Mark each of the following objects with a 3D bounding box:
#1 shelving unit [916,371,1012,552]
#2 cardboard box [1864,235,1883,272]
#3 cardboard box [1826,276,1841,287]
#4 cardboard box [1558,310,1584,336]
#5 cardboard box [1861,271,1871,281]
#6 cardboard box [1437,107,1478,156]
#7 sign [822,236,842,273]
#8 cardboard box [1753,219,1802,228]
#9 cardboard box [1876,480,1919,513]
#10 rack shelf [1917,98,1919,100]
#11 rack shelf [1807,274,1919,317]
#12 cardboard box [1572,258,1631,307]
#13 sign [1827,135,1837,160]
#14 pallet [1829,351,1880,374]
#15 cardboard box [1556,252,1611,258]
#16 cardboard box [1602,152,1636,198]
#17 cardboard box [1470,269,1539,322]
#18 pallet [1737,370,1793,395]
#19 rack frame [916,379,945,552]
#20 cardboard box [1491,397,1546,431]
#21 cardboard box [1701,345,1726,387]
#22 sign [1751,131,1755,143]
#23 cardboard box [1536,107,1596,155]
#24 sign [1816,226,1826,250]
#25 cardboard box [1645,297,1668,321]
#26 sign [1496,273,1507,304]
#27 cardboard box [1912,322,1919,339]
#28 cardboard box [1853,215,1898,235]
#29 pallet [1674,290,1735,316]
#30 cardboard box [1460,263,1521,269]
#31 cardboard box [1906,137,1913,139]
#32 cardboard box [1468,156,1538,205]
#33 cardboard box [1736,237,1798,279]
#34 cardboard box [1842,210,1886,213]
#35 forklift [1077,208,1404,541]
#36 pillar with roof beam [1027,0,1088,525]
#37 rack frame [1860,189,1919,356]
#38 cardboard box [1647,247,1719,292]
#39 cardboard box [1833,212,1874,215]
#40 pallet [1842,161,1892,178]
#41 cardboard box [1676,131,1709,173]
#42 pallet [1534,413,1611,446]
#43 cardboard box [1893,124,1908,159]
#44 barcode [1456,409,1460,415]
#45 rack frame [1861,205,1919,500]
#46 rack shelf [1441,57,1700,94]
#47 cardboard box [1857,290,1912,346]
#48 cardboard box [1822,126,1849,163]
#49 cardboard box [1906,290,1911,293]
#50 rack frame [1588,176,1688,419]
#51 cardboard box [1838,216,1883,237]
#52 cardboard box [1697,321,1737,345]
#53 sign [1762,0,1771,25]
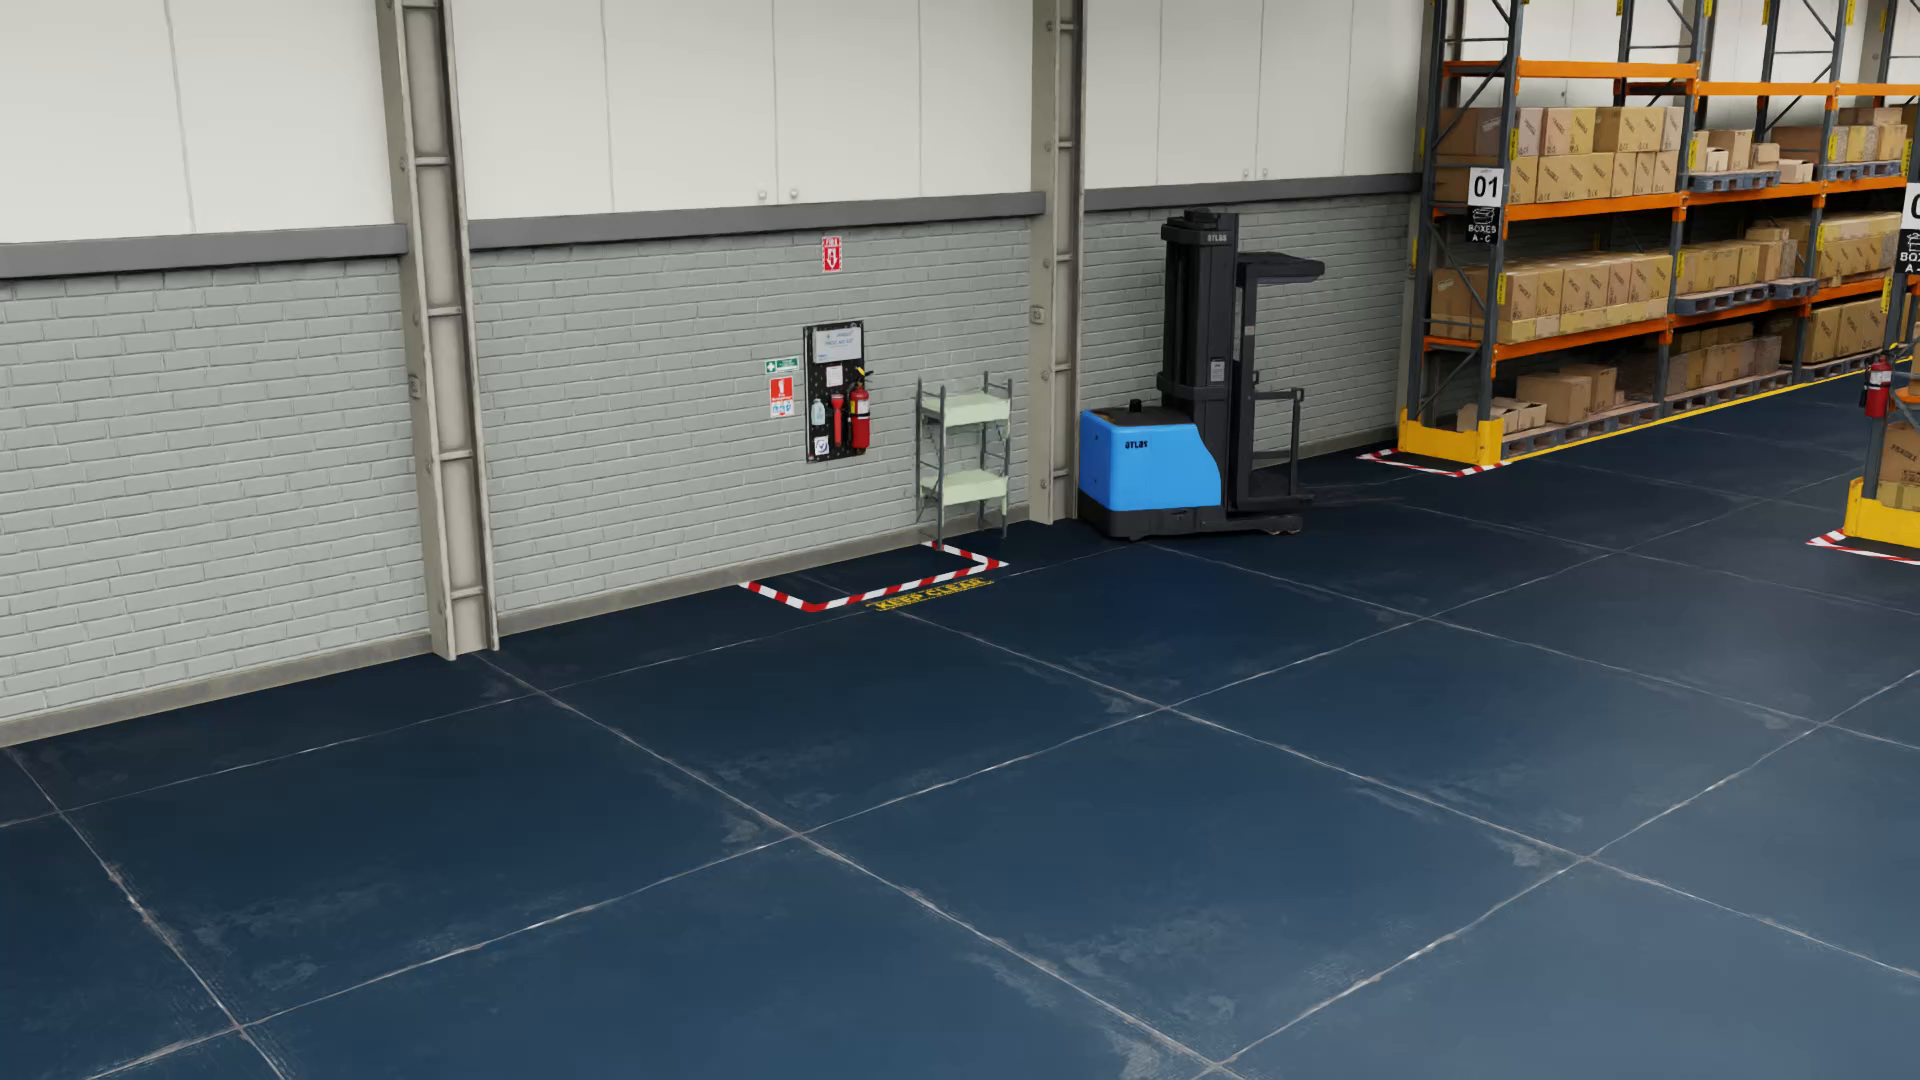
[{"bbox_3d":[0.024,-0.715,14.995,0.755,1.500,0.431,-10,20,-35],"label":"shelving unit"},{"bbox_3d":[13.192,-4.236,24.488,0.500,0.500,0.500,-12,19,-38],"label":"cardboard box"},{"bbox_3d":[12.346,-3.710,23.775,0.250,0.149,0.380,-12,19,-38],"label":"cardboard box"},{"bbox_3d":[6.806,-2.520,19.125,0.500,0.250,0.500,-13,20,-40],"label":"cardboard box"},{"bbox_3d":[13.247,-3.946,24.657,0.250,0.149,0.380,-12,19,-38],"label":"cardboard box"},{"bbox_3d":[5.613,-4.500,18.304,0.500,0.500,0.500,-12,19,-37],"label":"cardboard box"},{"bbox_3d":[-1.068,-2.384,13.869,0.199,0.298,0.001,-13,19,-39],"label":"sign"},{"bbox_3d":[11.666,-4.433,23.771,0.500,0.250,0.500,-12,19,-38],"label":"cardboard box"},{"bbox_3d":[8.924,-0.445,15.619,0.500,0.250,0.500,-13,19,-39],"label":"cardboard box"},{"bbox_3d":[10.222,-4.119,15.402,4.000,0.370,1.077,-13,19,-39],"label":"rack shelf"},{"bbox_3d":[13.003,-3.733,24.806,4.000,0.370,1.077,-13,19,-39],"label":"rack shelf"},{"bbox_3d":[7.563,-3.054,19.671,0.500,0.500,0.500,-13,20,-41],"label":"cardboard box"},{"bbox_3d":[11.849,-5.335,22.594,0.005,0.325,0.100,-13,19,-39],"label":"sign"},{"bbox_3d":[13.058,-2.719,25.020,1.213,0.211,1.003,-13,19,-39],"label":"pallet"},{"bbox_3d":[7.592,-3.238,20.357,0.500,0.500,0.500,-13,20,-40],"label":"cardboard box"},{"bbox_3d":[7.475,-4.253,19.315,0.500,0.500,0.500,-14,20,-41],"label":"cardboard box"},{"bbox_3d":[6.016,-2.708,18.375,0.500,0.500,0.500,-13,19,-39],"label":"cardboard box"},{"bbox_3d":[10.904,-2.262,23.310,1.213,0.211,1.003,-13,19,-39],"label":"pallet"},{"bbox_3d":[-0.272,-0.661,14.787,0.023,1.500,0.400,-10,20,-35],"label":"rack frame"},{"bbox_3d":[6.470,-1.496,19.396,0.500,0.311,0.500,-11,18,-35],"label":"cardboard box"},{"bbox_3d":[9.789,-2.373,22.311,0.500,0.500,0.700,-12,19,-39],"label":"cardboard box"},{"bbox_3d":[11.136,-5.588,23.391,0.005,0.325,0.100,-13,19,-39],"label":"sign"},{"bbox_3d":[6.700,-4.559,18.521,0.500,0.500,0.500,-12,19,-38],"label":"cardboard box"},{"bbox_3d":[11.857,-4.159,22.916,0.005,0.325,0.100,-13,19,-39],"label":"sign"},{"bbox_3d":[8.318,-2.862,20.404,0.500,0.250,0.500,-13,19,-39],"label":"cardboard box"},{"bbox_3d":[5.815,-2.699,17.864,0.005,0.325,0.100,-13,19,-39],"label":"sign"},{"bbox_3d":[8.877,-1.886,15.048,0.250,0.149,0.380,-13,20,-40],"label":"cardboard box"},{"bbox_3d":[13.550,-4.683,24.708,0.500,0.250,0.500,-12,19,-38],"label":"cardboard box"},{"bbox_3d":[9.149,-3.072,21.312,1.213,0.211,1.003,-13,19,-39],"label":"pallet"},{"bbox_3d":[6.061,-2.890,19.057,0.500,0.500,0.500,-12,19,-39],"label":"cardboard box"},{"bbox_3d":[14.874,-6.209,26.152,0.500,0.250,0.500,-12,19,-39],"label":"cardboard box"},{"bbox_3d":[5.875,-3.901,17.999,0.500,0.500,0.500,-12,19,-38],"label":"cardboard box"},{"bbox_3d":[11.146,-3.921,23.070,0.700,0.500,0.500,13,20,40],"label":"cardboard box"},{"bbox_3d":[13.993,-4.956,25.729,0.500,0.250,0.500,-12,19,-38],"label":"cardboard box"},{"bbox_3d":[2.702,-1.593,15.534,3.031,2.935,1.130,-4,15,-14],"label":"forklift"},{"bbox_3d":[3.719,-3.717,11.729,0.400,9.000,9.100,-13,19,-39],"label":"pillar with roof beam"},{"bbox_3d":[14.512,-4.419,25.982,0.127,3.000,1.000,-13,19,-39],"label":"rack frame"},{"bbox_3d":[9.309,-3.498,21.486,0.500,0.500,0.700,-10,18,-34],"label":"cardboard box"},{"bbox_3d":[13.603,-4.866,25.393,0.500,0.250,0.500,-12,19,-39],"label":"cardboard box"},{"bbox_3d":[12.787,-5.409,24.241,1.213,0.211,1.003,-12,19,-37],"label":"pallet"},{"bbox_3d":[8.941,-4.841,20.742,0.500,0.500,0.500,-9,18,-32],"label":"cardboard box"},{"bbox_3d":[7.072,-1.388,20.038,1.213,0.211,1.003,-13,19,-39],"label":"pallet"},{"bbox_3d":[13.776,-6.002,25.047,0.500,0.500,0.700,-14,20,-42],"label":"cardboard box"},{"bbox_3d":[5.791,-1.485,19.337,0.075,0.075,0.001,-13,19,-39],"label":"barcode"},{"bbox_3d":[8.714,-1.423,14.763,0.127,3.000,1.000,-13,19,-39],"label":"rack frame"},{"bbox_3d":[6.968,-5.274,18.959,4.000,0.370,1.077,-13,19,-39],"label":"rack shelf"},{"bbox_3d":[14.107,-3.448,25.698,0.750,0.750,0.750,-12,19,-39],"label":"cardboard box"},{"bbox_3d":[12.187,-5.645,23.712,0.500,0.500,0.700,-14,20,-42],"label":"cardboard box"},{"bbox_3d":[15.498,-3.983,27.122,0.250,0.149,0.380,-13,20,-41],"label":"cardboard box"},{"bbox_3d":[8.476,-3.064,20.908,0.127,3.000,1.000,-13,19,-39],"label":"rack frame"},{"bbox_3d":[13.166,-4.597,24.384,0.500,0.250,0.500,-13,20,-40],"label":"cardboard box"},{"bbox_3d":[10.129,-2.804,22.474,0.500,0.250,0.500,-13,20,-40],"label":"cardboard box"},{"bbox_3d":[11.127,-7.275,22.932,0.005,0.325,0.100,-13,19,-39],"label":"sign"}]
